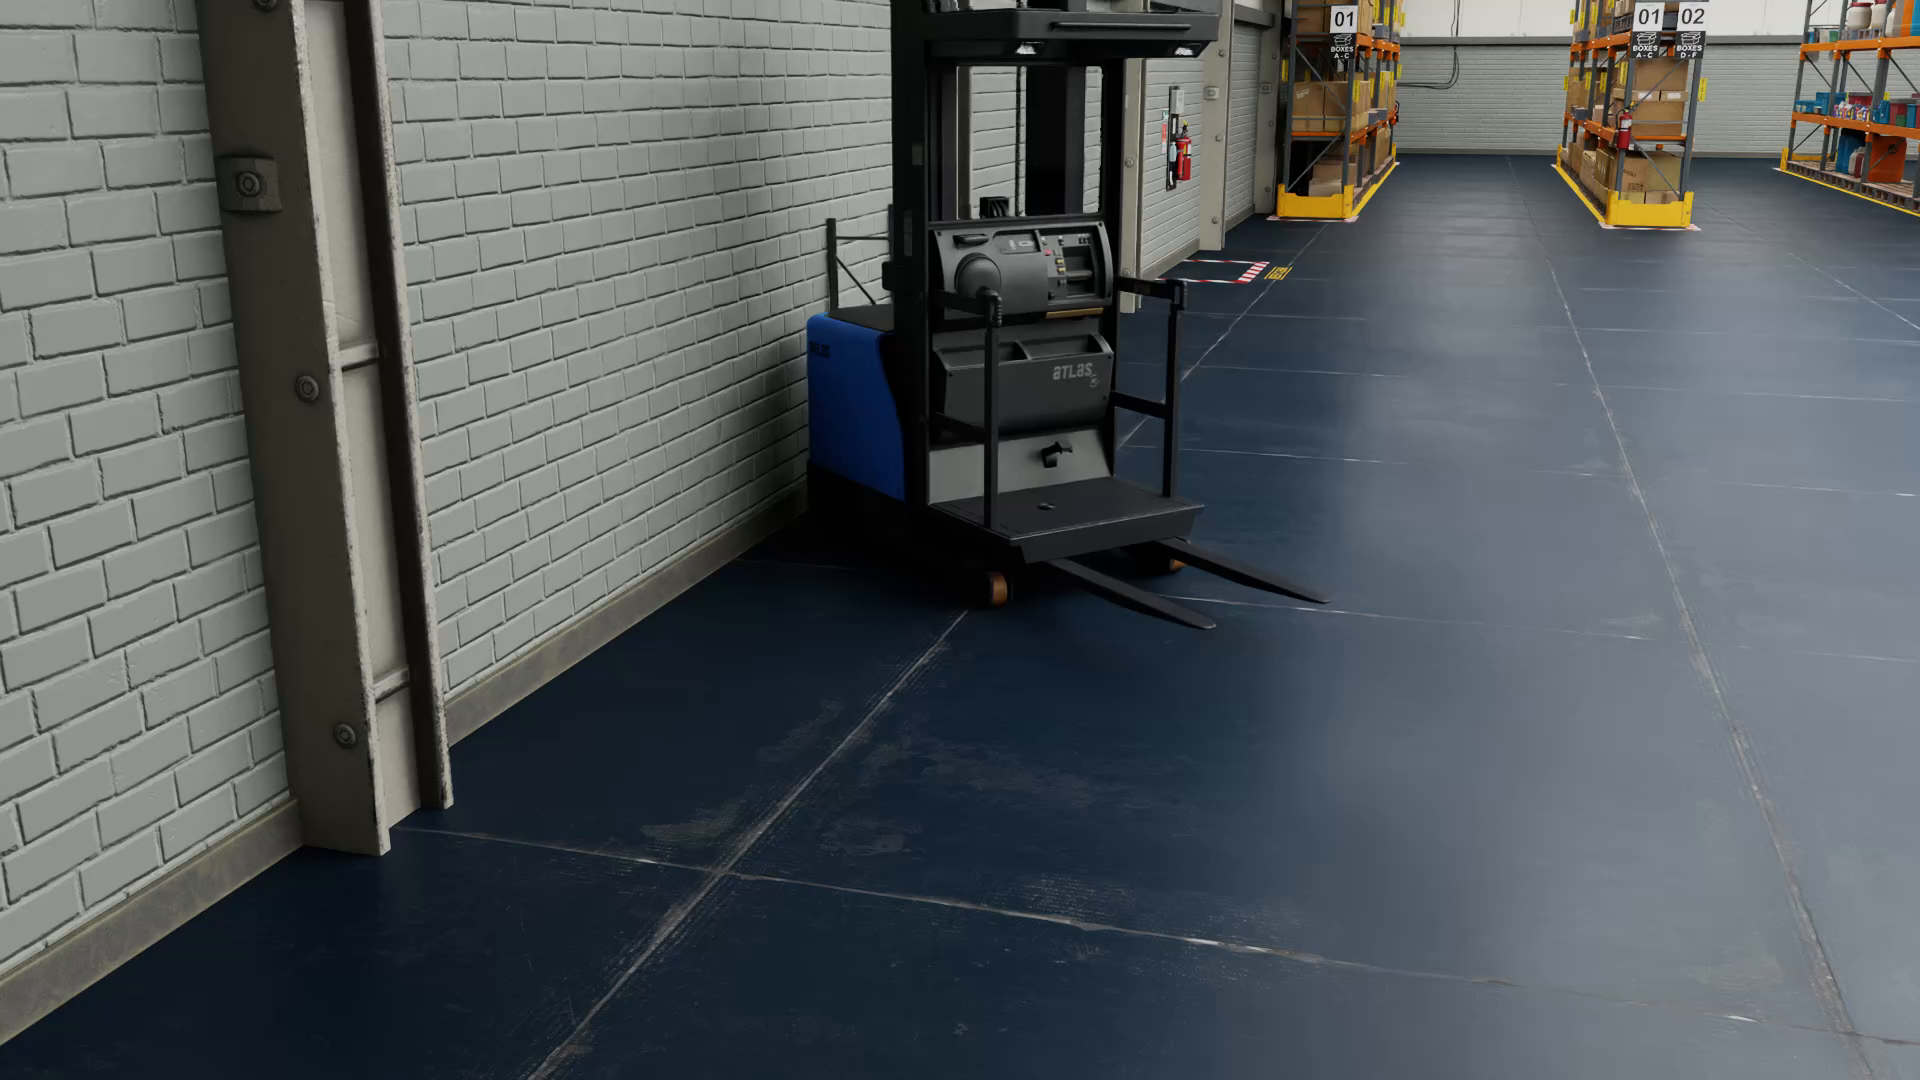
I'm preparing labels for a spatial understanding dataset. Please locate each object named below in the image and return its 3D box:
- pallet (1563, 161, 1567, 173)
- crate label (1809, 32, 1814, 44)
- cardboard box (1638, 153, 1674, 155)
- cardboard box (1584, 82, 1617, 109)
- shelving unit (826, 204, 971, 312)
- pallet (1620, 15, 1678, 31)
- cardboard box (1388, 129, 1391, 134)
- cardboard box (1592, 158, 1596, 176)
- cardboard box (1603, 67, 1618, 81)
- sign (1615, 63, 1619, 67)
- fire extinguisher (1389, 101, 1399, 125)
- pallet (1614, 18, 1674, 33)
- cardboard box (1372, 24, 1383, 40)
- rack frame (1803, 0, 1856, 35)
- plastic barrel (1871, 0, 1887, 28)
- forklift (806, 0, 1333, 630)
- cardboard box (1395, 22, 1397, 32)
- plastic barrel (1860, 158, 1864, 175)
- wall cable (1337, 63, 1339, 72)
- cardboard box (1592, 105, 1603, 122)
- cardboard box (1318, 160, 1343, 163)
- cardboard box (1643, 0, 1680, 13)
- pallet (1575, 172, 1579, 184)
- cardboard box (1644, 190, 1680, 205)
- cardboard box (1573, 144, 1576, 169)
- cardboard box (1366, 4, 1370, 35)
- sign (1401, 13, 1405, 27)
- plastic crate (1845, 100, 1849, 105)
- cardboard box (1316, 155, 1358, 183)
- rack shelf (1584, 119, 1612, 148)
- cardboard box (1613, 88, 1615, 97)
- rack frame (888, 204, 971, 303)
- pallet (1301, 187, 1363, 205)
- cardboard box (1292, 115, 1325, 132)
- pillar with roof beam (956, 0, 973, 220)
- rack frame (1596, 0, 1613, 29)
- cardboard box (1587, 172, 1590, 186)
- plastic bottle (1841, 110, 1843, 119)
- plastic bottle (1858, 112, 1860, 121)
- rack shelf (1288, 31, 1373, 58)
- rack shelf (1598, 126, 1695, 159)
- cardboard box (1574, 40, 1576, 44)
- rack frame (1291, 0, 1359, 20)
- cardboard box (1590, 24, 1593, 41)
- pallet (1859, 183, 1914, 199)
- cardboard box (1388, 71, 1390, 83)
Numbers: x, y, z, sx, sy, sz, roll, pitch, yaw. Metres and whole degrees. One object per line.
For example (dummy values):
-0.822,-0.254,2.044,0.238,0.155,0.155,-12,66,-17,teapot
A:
14.323,-8.502,37.918,1.003,0.211,1.213,5,16,16,pallet
19.095,-11.160,36.955,0.408,0.251,0.502,5,16,16,crate label
11.166,-5.960,26.739,0.500,0.500,0.500,5,16,16,cardboard box
12.716,-8.721,32.626,0.700,0.500,0.500,-1,16,-3,cardboard box
-0.313,-1.122,9.517,0.538,1.500,1.048,4,16,16,shelving unit
10.942,-8.108,26.083,1.003,0.211,1.213,5,16,16,pallet
10.203,-9.846,40.169,0.380,0.149,0.250,4,16,15,cardboard box
11.349,-6.528,29.089,0.500,0.311,0.500,5,16,16,cardboard box
14.186,-9.974,35.983,0.500,0.500,0.500,5,17,17,cardboard box
15.445,-11.051,39.093,0.100,0.325,0.005,5,16,16,sign
10.654,-10.561,40.890,0.296,0.674,0.183,5,16,16,fire extinguisher
11.291,-8.426,27.205,1.003,0.211,1.213,5,16,16,pallet
7.949,-9.881,32.299,0.500,0.311,0.500,5,16,16,cardboard box
19.667,-12.891,37.288,1.000,3.000,0.127,5,16,16,rack frame
17.753,-10.098,31.919,0.433,0.535,0.433,0,16,0,plastic barrel
0.411,-1.257,7.388,1.130,2.935,3.031,-10,18,-31,forklift
9.639,-11.641,37.698,0.500,0.250,0.500,4,16,15,cardboard box
17.591,-7.201,32.011,0.421,0.512,0.421,0,16,0,plastic barrel
9.625,-11.671,42.117,0.084,1.984,1.851,5,16,16,wall cable
12.205,-8.035,31.326,0.500,0.311,0.500,4,16,15,cardboard box
6.501,-6.368,29.060,0.500,0.500,0.500,3,16,12,cardboard box
10.539,-8.116,24.736,0.797,0.503,0.637,6,17,20,cardboard box
13.242,-7.466,34.266,1.003,0.211,1.213,5,16,16,pallet
10.738,-5.207,25.458,0.500,0.250,0.500,5,16,16,cardboard box
13.270,-8.105,35.181,0.500,0.500,0.500,5,17,17,cardboard box
6.574,-8.704,27.803,0.500,0.500,0.500,4,16,14,cardboard box
10.685,-12.559,40.135,0.100,0.325,0.005,5,16,16,sign
19.141,-9.316,35.783,0.437,0.282,0.530,5,16,16,plastic crate
6.951,-6.837,30.711,0.700,0.500,0.500,5,17,18,cardboard box
12.077,-7.428,30.339,1.077,0.370,4.000,5,16,16,rack shelf
11.246,-7.556,28.099,0.380,0.149,0.250,5,16,16,cardboard box
-0.167,-1.255,9.985,0.500,1.500,0.032,4,16,16,rack frame
6.601,-6.114,29.498,1.003,0.211,1.213,5,16,16,pallet
5.568,-6.662,26.559,0.500,0.250,0.500,5,17,17,cardboard box
4.003,-4.681,8.341,9.100,9.000,0.400,5,16,16,pillar with roof beam
12.645,-11.183,31.267,1.000,3.000,0.127,5,16,16,rack frame
11.639,-6.527,30.114,0.500,0.250,0.500,5,17,17,cardboard box
17.815,-8.597,33.505,0.097,0.201,0.097,0,16,0,plastic bottle
17.353,-8.172,32.008,0.097,0.201,0.097,0,16,0,plastic bottle
6.190,-8.208,27.591,1.077,0.370,4.000,5,16,16,rack shelf
10.940,-6.381,26.649,1.077,0.370,4.000,5,16,16,rack shelf
14.234,-11.386,37.752,0.500,0.250,0.500,5,16,16,cardboard box
5.621,-9.474,25.239,1.000,3.000,0.127,5,16,16,rack frame
13.030,-10.175,33.024,0.910,0.500,0.500,5,16,16,cardboard box
17.136,-6.371,30.404,1.003,0.211,1.213,5,16,16,pallet
9.144,-10.147,36.466,0.500,0.250,0.500,5,17,17,cardboard box
